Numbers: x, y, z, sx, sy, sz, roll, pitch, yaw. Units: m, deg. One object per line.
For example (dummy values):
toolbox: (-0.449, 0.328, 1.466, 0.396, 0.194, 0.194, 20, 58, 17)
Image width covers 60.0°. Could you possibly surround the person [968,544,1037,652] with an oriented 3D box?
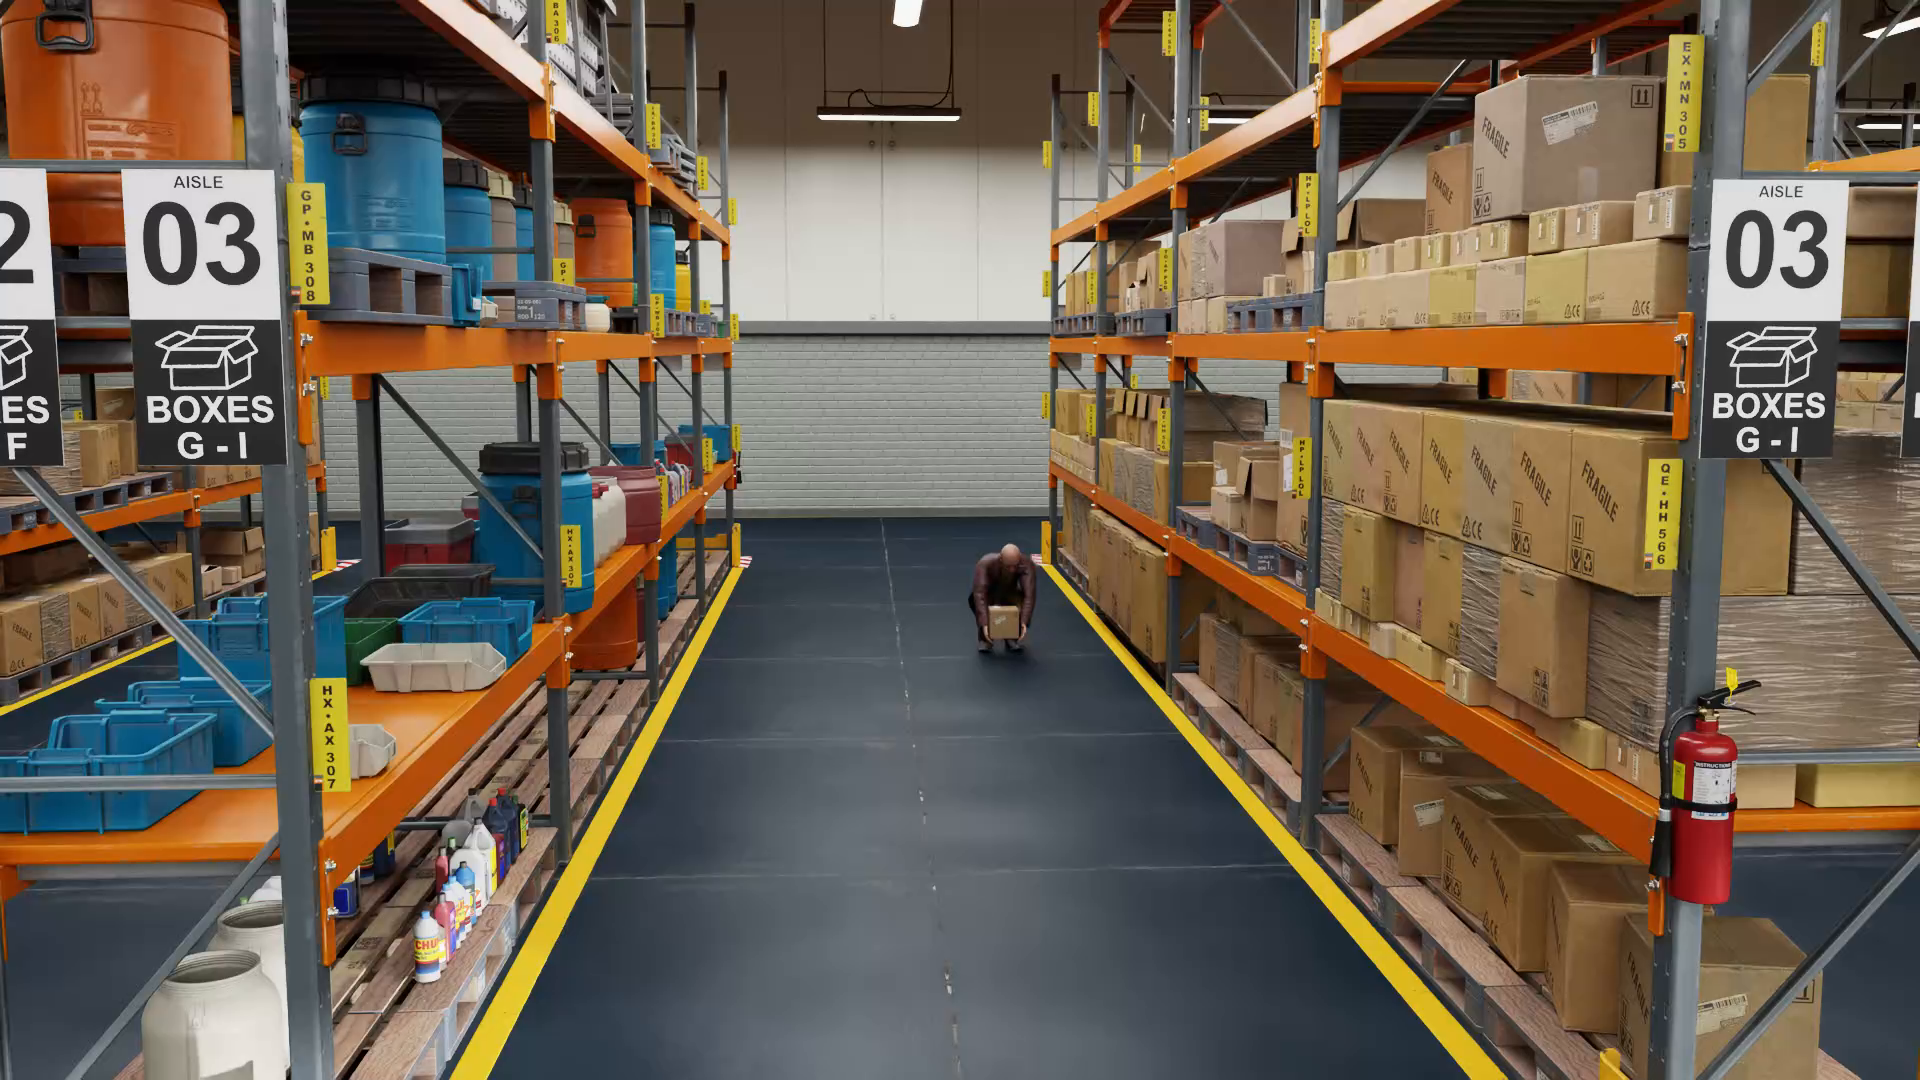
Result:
person: (0.377, 0.502, 14.862, 0.609, 1.003, 0.911, 0, 7, -4)
